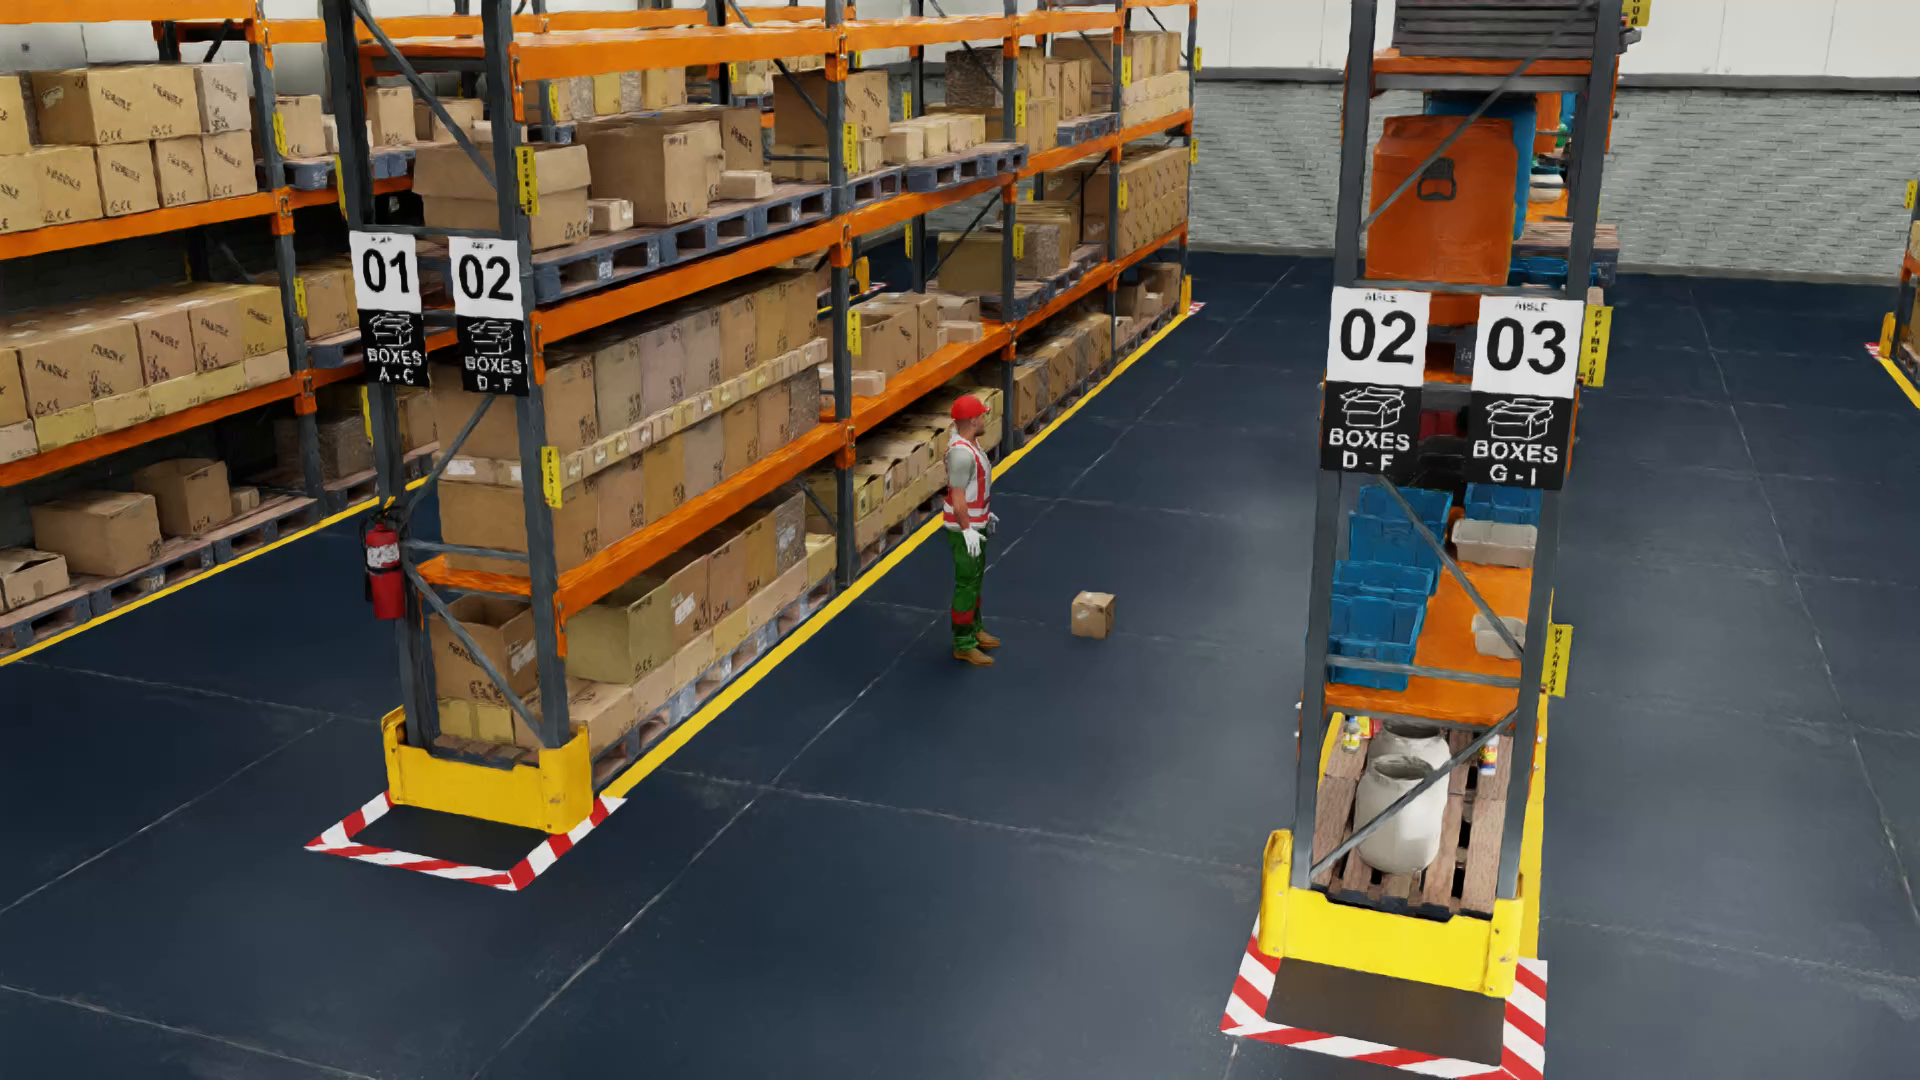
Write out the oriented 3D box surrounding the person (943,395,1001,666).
[{"bbox_3d":[0.083,-0.089,11.265,0.402,1.821,0.590,2,19,7],"label":"person"}]
